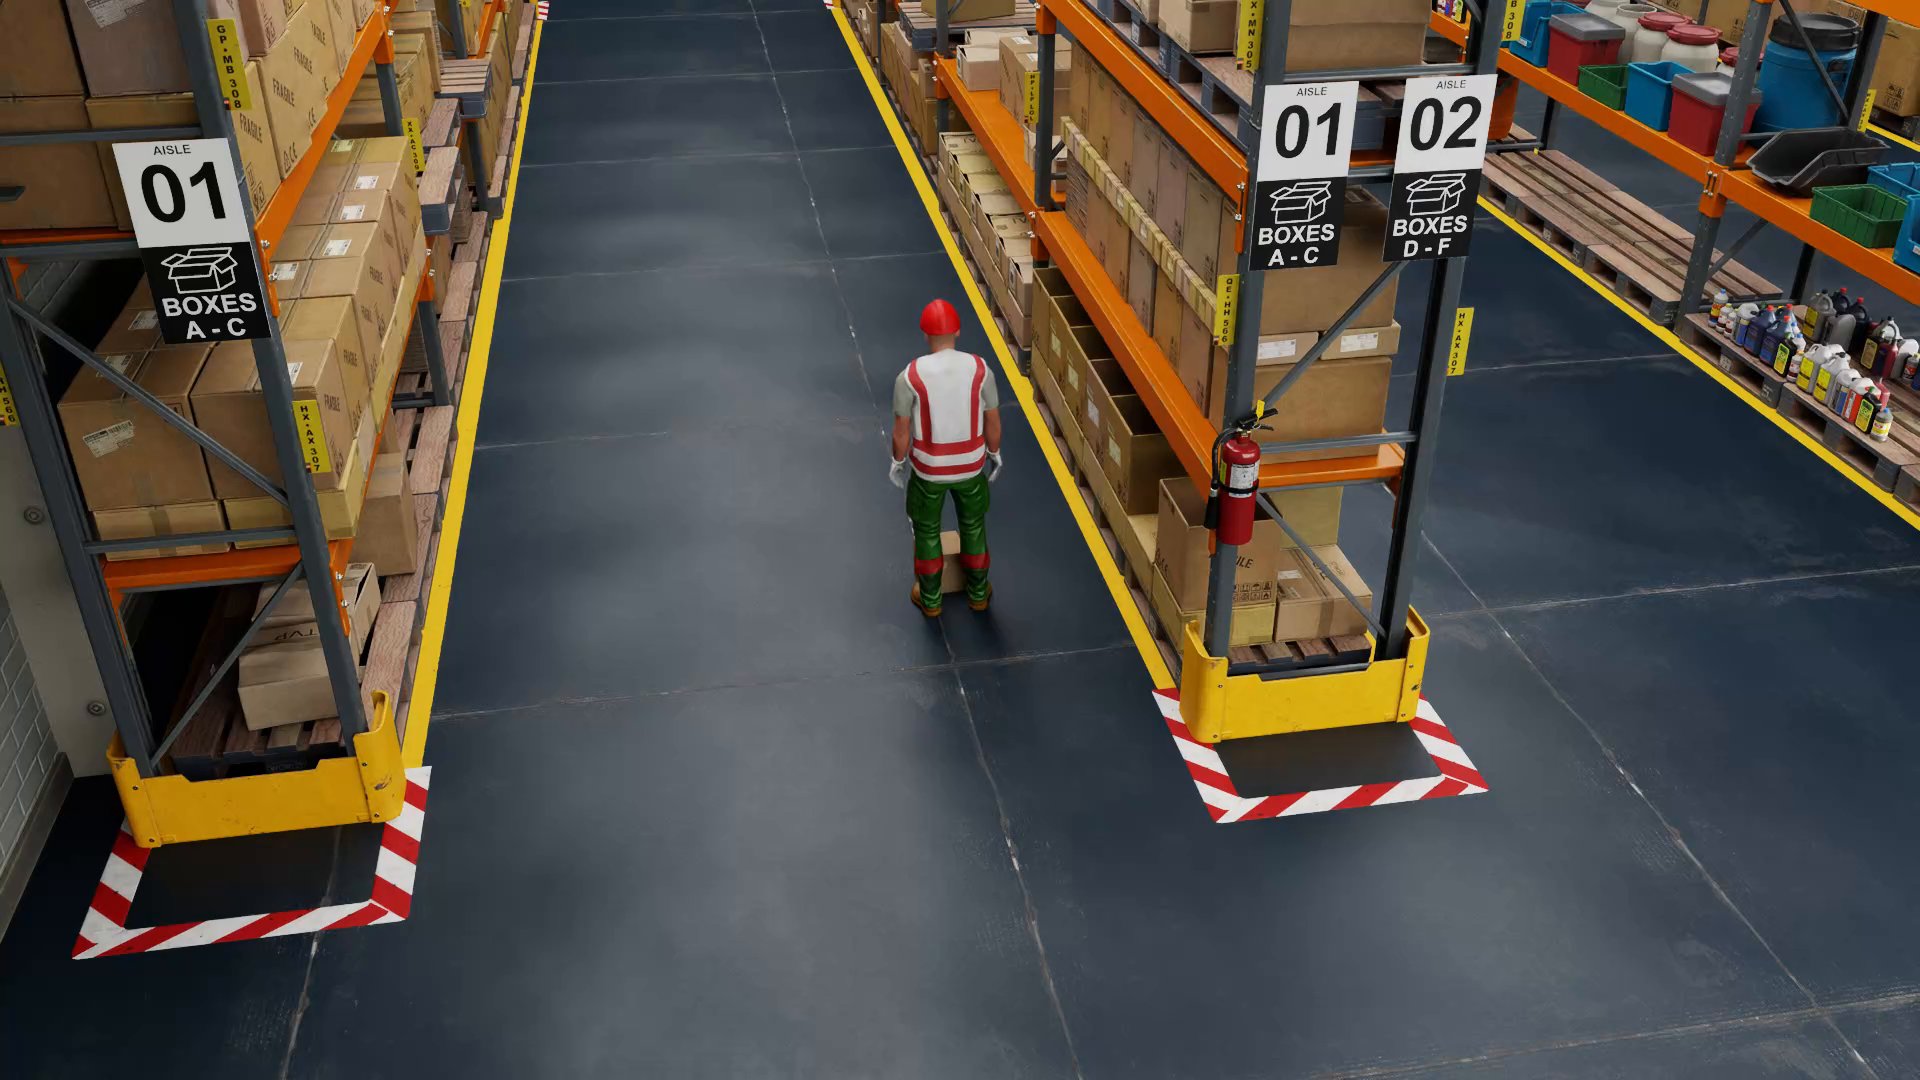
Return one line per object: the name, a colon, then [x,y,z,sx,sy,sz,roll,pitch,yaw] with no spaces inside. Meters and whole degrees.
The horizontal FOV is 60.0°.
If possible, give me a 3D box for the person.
person: [-0.070,-0.415,8.830,0.610,1.780,0.448,-5,31,-9]
